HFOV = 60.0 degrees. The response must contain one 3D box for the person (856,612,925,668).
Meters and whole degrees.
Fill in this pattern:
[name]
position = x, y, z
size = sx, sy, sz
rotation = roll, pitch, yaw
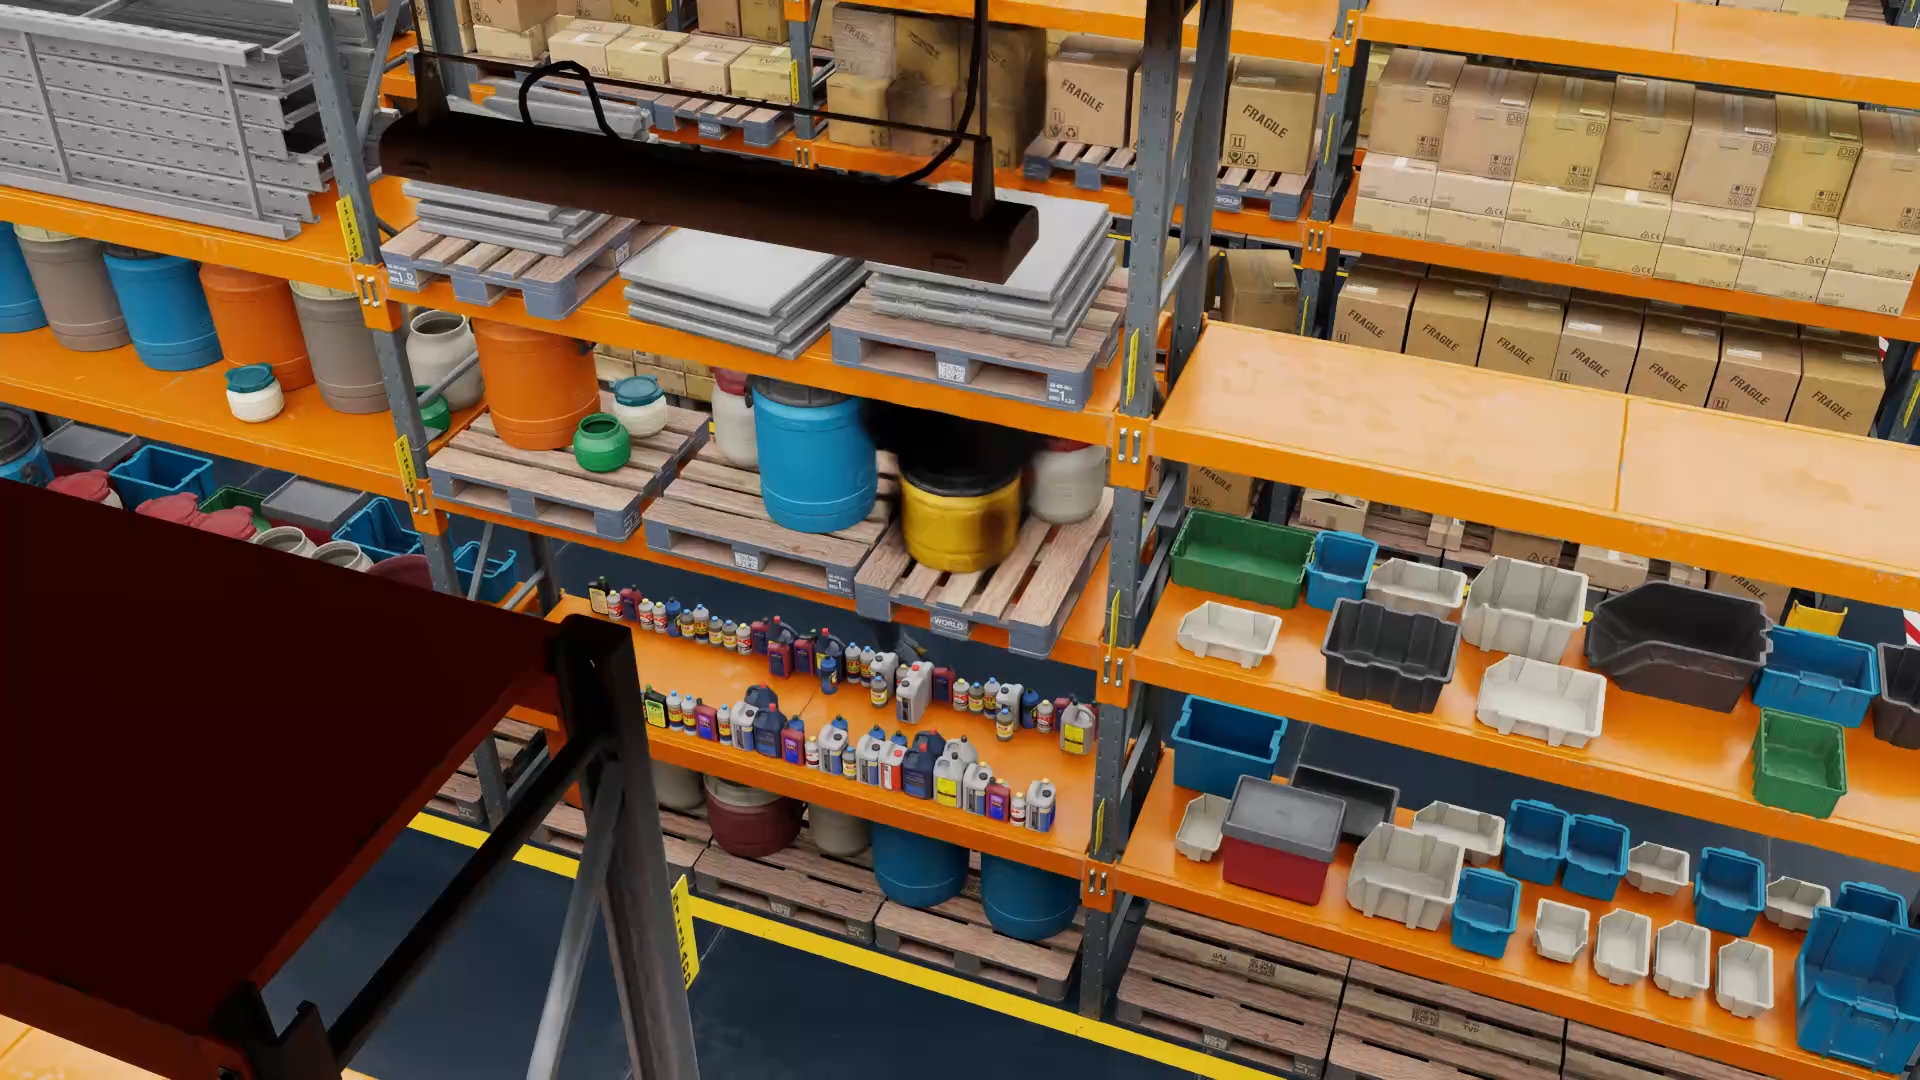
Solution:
[person]
position = -0.515, 0.351, 11.458
size = 0.735, 1.680, 0.656
rotation = 12, 38, 16
